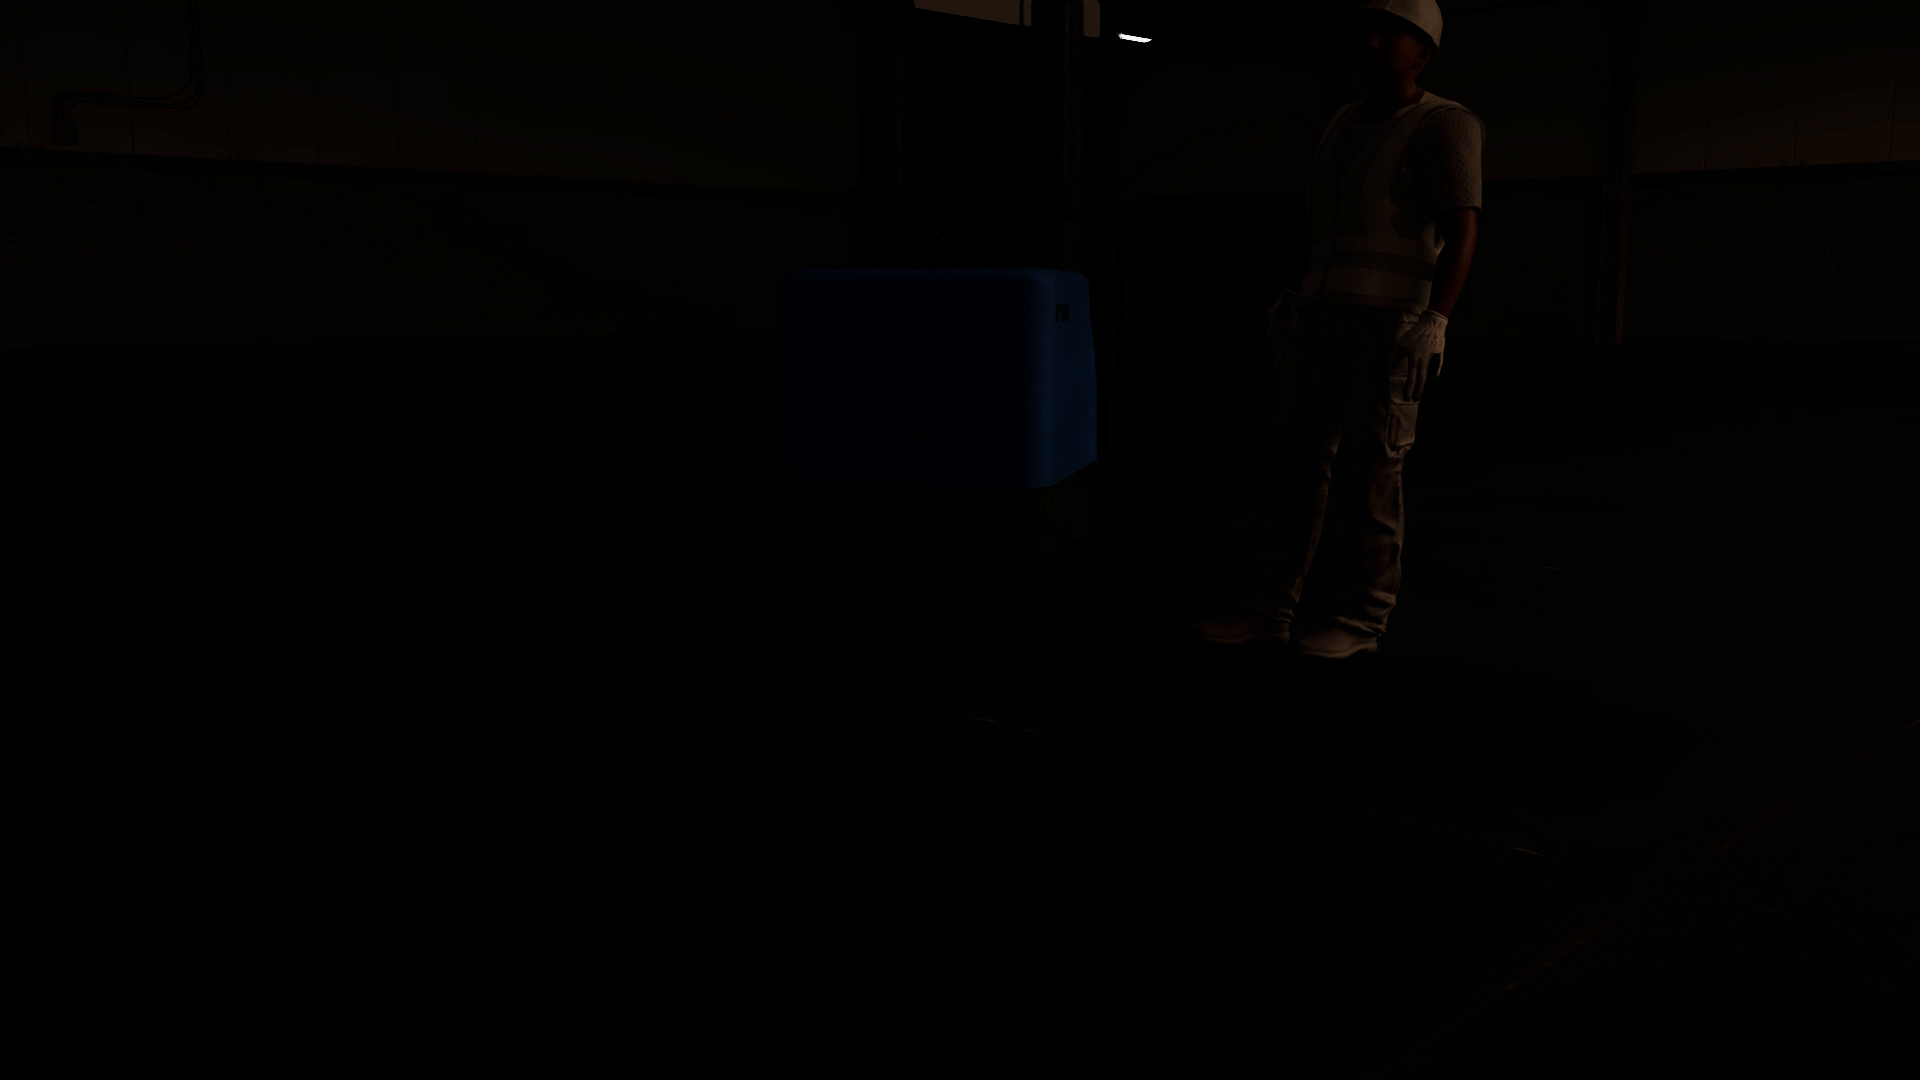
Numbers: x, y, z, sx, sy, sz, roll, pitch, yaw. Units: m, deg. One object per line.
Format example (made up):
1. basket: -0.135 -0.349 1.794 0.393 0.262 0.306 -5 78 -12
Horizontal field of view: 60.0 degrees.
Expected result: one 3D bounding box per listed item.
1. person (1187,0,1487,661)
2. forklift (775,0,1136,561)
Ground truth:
1. person: 1.018 -0.566 4.439 0.579 1.781 0.656 -4 10 -27
2. forklift: 0.173 -1.552 7.180 1.130 2.935 3.031 2 9 14
